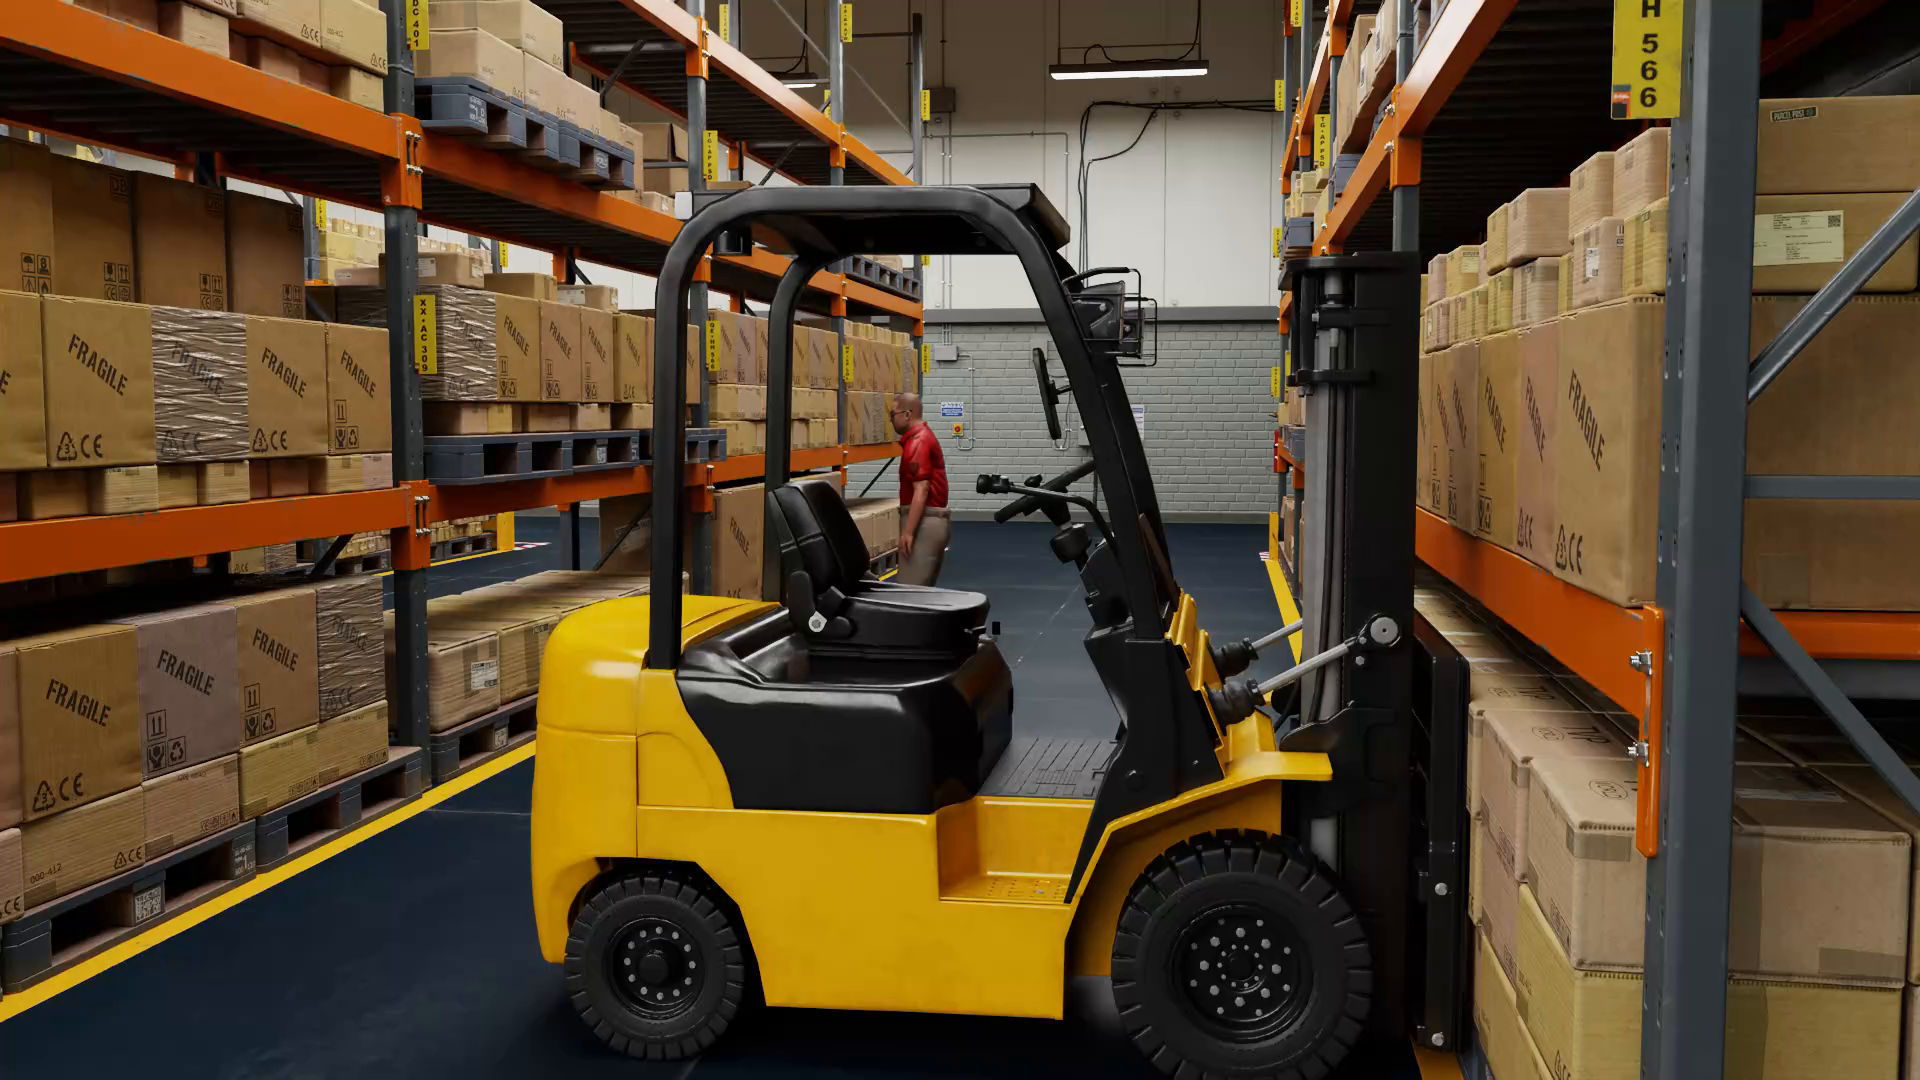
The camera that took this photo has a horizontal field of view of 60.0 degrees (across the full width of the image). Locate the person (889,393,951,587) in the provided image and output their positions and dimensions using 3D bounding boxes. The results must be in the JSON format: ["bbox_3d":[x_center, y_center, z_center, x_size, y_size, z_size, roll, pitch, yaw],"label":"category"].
[{"bbox_3d":[-0.256,-0.046,10.322,0.384,1.727,0.595,1,4,7],"label":"person"}]
